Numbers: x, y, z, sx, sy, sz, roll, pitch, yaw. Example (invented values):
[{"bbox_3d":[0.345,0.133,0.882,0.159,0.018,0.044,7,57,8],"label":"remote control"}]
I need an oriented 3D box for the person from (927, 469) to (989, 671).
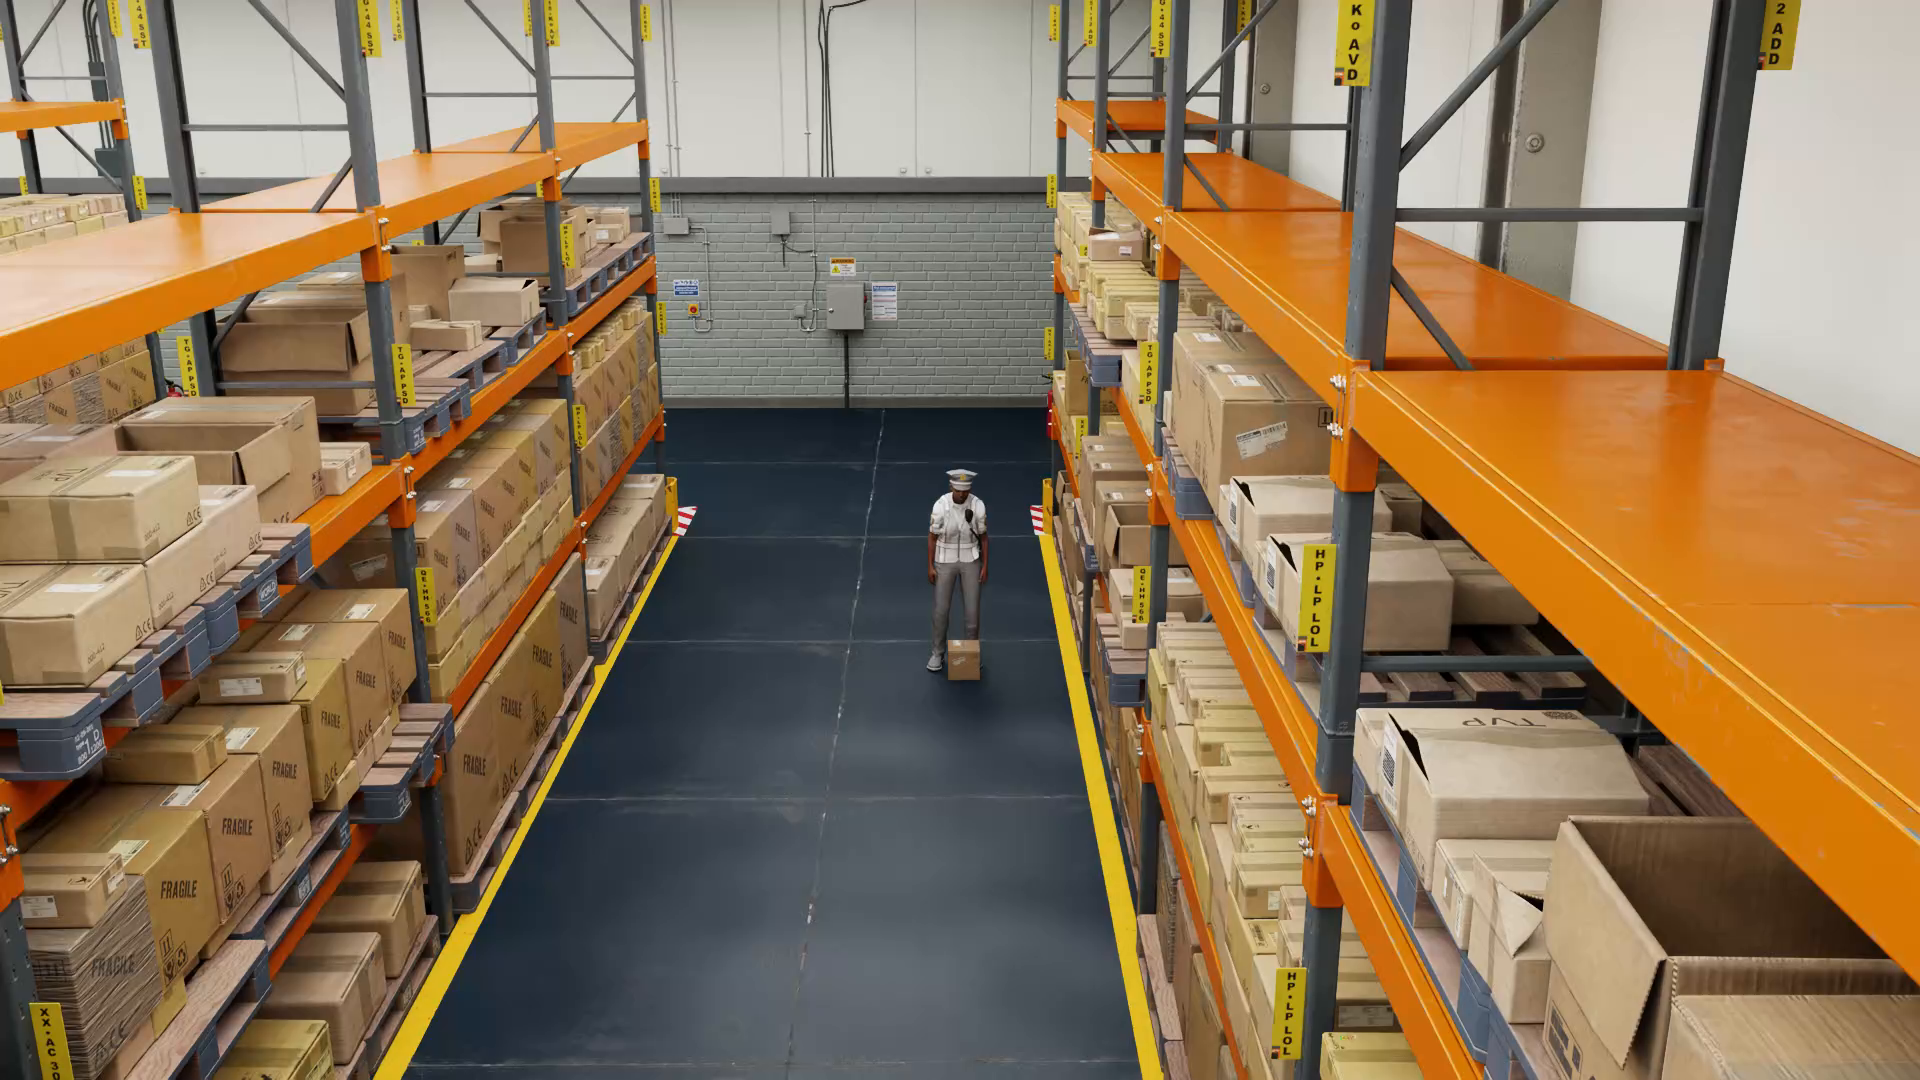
[{"bbox_3d":[-0.020,0.221,13.361,0.505,1.657,0.395,-1,17,-3],"label":"person"}]
